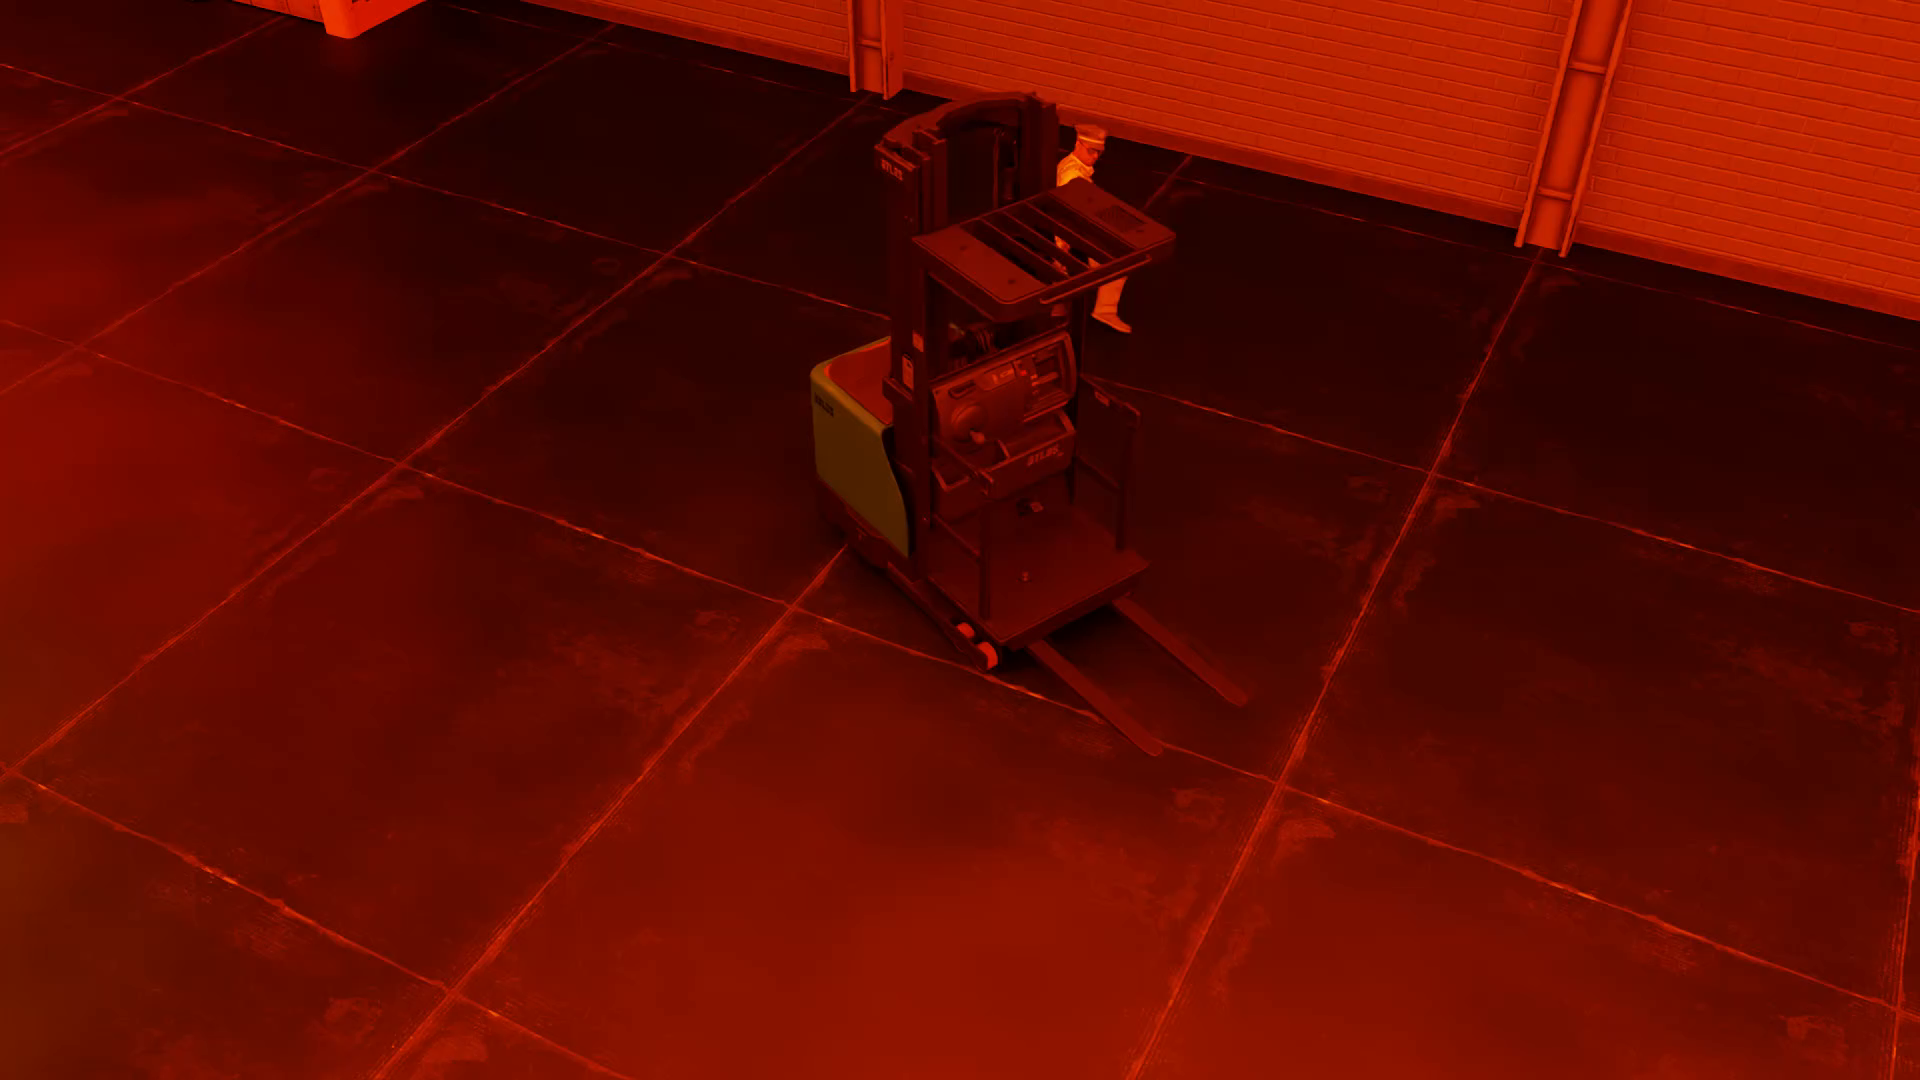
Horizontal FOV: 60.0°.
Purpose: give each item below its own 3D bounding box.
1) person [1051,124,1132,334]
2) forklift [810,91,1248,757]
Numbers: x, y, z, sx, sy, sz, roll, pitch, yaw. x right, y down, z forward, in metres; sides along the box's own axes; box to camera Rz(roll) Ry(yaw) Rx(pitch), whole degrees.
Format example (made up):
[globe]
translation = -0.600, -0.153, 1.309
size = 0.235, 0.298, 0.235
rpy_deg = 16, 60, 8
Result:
[person]
translation = 0.890, -2.138, 11.632
size = 0.740, 1.549, 0.780
rpy_deg = -12, 42, -14
[forklift]
translation = 0.375, -0.743, 8.868
size = 1.130, 2.935, 3.031
rpy_deg = -25, 46, -27
